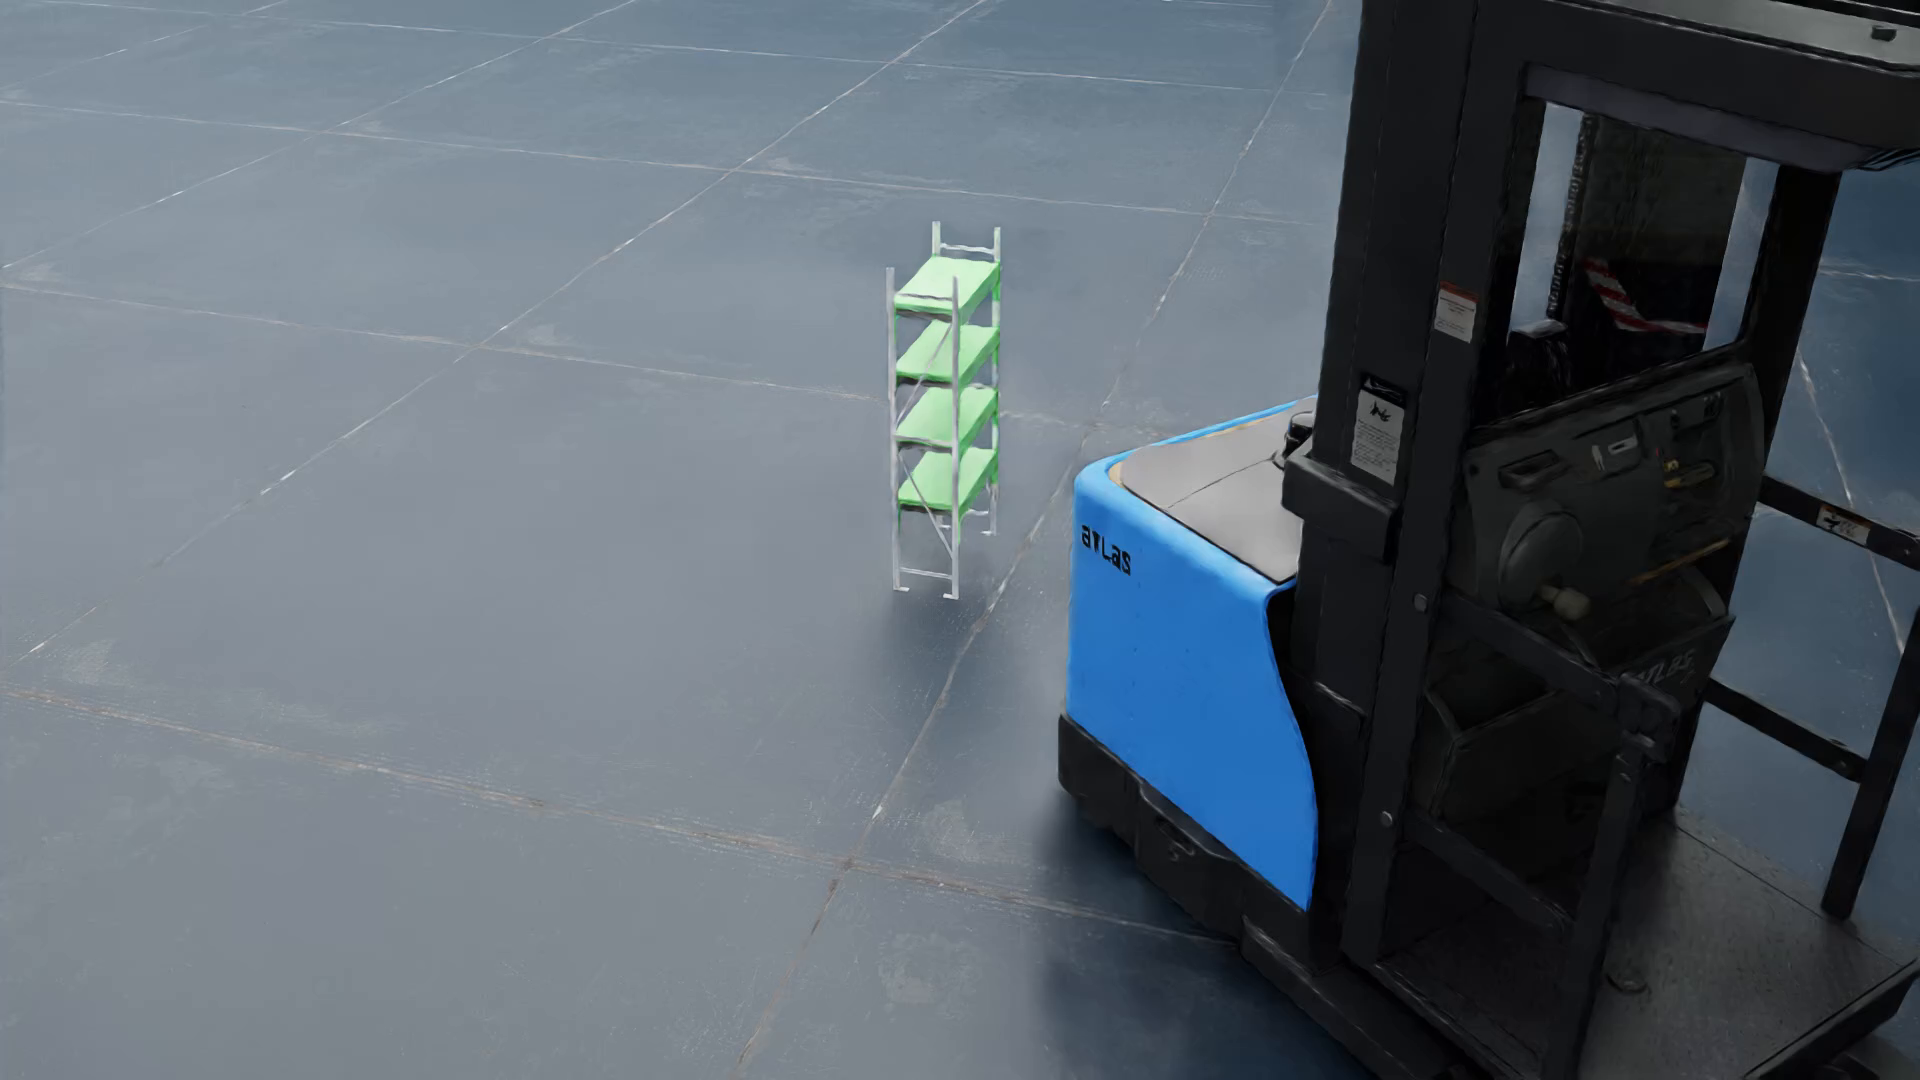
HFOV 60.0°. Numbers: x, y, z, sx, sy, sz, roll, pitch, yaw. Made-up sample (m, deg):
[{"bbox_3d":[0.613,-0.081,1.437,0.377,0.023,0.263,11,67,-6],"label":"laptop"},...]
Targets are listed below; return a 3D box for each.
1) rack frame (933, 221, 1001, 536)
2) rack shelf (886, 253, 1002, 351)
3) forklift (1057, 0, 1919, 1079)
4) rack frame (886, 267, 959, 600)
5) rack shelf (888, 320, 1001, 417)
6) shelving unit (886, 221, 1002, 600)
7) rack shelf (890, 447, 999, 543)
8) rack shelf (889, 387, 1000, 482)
[{"bbox_3d":[0.023,-0.561,6.024,0.240,1.200,0.015,8,30,15],"label":"rack frame"},{"bbox_3d":[-0.049,-0.811,5.618,0.258,0.148,0.480,8,30,15],"label":"rack shelf"},{"bbox_3d":[1.507,-0.064,3.349,1.130,2.935,3.031,-17,34,-28],"label":"forklift"},{"bbox_3d":[-0.120,-0.334,5.616,0.240,1.200,0.015,8,30,15],"label":"rack frame"},{"bbox_3d":[-0.049,-0.601,5.734,0.258,0.148,0.480,8,30,15],"label":"rack shelf"},{"bbox_3d":[-0.049,-0.447,5.820,0.258,1.200,0.503,8,30,15],"label":"shelving unit"},{"bbox_3d":[-0.049,-0.182,5.968,0.258,0.148,0.480,8,30,15],"label":"rack shelf"},{"bbox_3d":[-0.049,-0.392,5.851,0.258,0.148,0.480,8,30,15],"label":"rack shelf"}]
